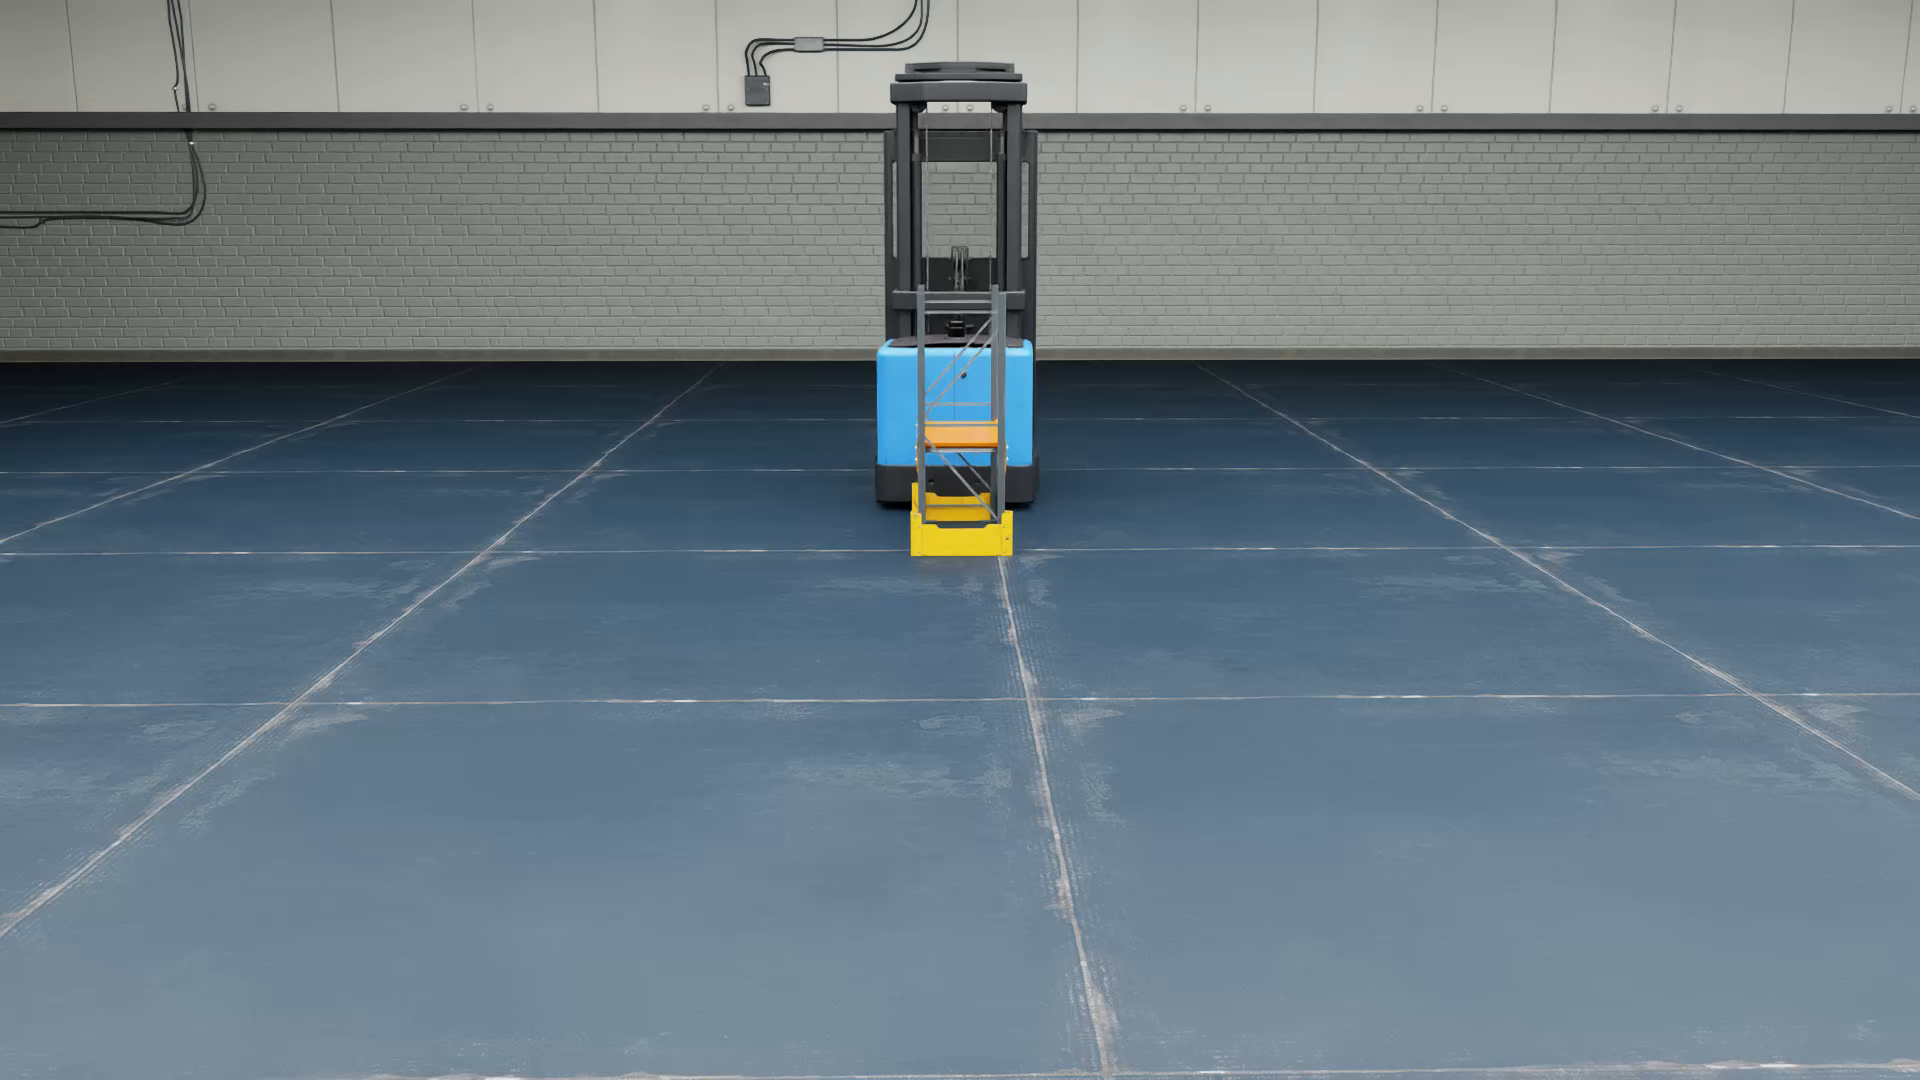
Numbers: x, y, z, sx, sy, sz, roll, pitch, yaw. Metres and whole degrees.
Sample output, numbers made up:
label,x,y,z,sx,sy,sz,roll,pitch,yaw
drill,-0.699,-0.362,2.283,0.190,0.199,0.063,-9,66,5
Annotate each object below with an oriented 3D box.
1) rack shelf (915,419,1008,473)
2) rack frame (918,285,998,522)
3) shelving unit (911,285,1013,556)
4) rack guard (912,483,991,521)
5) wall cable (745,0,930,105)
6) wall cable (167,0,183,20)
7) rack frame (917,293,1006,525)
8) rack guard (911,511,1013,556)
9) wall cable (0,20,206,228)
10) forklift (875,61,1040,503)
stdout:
label,x,y,z,sx,sy,sz,roll,pitch,yaw
rack shelf,-0.002,-0.576,10.029,0.538,0.185,1.000,0,11,-1
rack frame,-0.012,-0.853,10.492,0.500,1.500,0.032,0,11,-1
shelving unit,-0.002,-0.750,9.985,0.587,1.500,1.083,0,11,-1
rack guard,-0.012,-0.237,10.597,0.587,0.250,0.087,0,11,-1
wall cable,-1.527,-8.384,20.201,2.305,6.003,0.169,0,11,-1
wall cable,-8.314,-7.646,20.224,3.097,2.526,0.112,0,11,-1
rack frame,0.009,-0.651,9.495,0.500,1.500,0.032,0,11,-1
rack guard,0.009,-0.039,9.621,0.587,0.250,0.087,0,11,-1
wall cable,-11.018,-5.160,20.671,3.097,2.526,0.112,0,11,-1
forklift,0.014,-1.916,12.133,1.130,2.935,3.031,0,11,2
